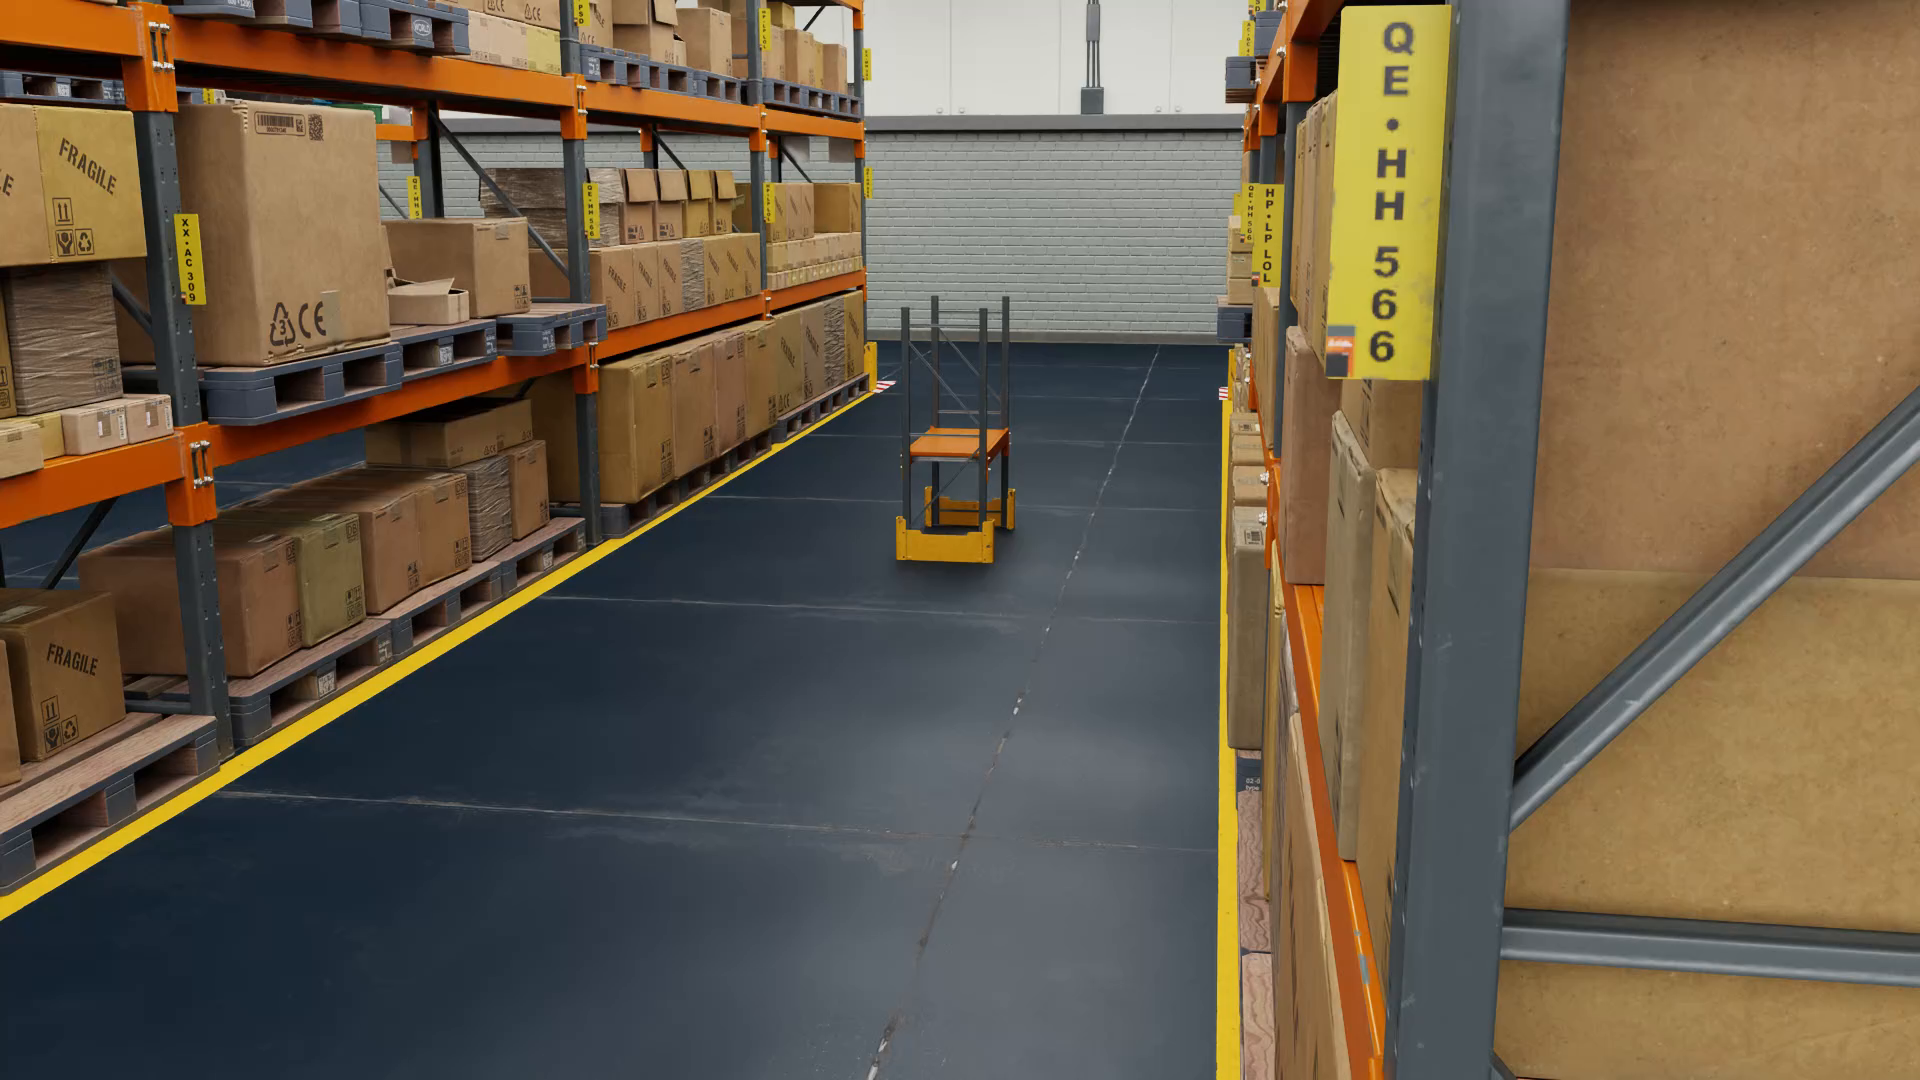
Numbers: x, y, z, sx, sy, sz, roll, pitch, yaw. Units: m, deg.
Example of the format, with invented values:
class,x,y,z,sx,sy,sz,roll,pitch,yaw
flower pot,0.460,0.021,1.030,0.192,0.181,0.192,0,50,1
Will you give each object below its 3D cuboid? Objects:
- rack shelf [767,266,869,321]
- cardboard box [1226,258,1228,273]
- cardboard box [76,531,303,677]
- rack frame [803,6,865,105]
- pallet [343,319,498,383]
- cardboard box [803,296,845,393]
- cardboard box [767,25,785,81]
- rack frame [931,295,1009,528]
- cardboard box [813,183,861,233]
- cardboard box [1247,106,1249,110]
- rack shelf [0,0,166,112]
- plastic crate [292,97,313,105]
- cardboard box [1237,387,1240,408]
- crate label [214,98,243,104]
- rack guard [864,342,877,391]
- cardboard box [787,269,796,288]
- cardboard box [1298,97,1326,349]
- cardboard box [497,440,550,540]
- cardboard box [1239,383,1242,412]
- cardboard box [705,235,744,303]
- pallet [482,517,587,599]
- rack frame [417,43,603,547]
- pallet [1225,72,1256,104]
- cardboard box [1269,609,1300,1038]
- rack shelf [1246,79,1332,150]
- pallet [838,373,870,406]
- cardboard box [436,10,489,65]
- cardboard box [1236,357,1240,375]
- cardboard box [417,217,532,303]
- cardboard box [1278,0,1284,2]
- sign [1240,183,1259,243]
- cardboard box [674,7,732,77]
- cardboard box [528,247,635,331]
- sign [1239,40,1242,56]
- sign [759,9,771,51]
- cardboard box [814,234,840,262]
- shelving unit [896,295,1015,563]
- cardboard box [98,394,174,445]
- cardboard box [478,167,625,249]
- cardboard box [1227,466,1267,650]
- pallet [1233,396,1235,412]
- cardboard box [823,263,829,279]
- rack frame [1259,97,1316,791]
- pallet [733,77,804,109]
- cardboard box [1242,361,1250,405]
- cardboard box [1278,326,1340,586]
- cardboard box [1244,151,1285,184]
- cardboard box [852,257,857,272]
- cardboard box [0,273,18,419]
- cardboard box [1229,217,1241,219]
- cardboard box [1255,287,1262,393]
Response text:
class,x,y,z,sx,sy,sz,roll,pitch,yaw
rack shelf,-1.815,-2.348,15.974,1.077,0.370,4.000,2,12,9
cardboard box,2.248,-2.117,12.794,0.380,0.149,0.250,1,12,6
cardboard box,-3.237,0.262,7.046,0.700,0.500,0.500,1,12,4
rack frame,-1.508,-6.048,17.198,1.000,3.000,0.127,2,12,9
pallet,-3.002,-0.943,8.205,1.003,0.211,1.213,2,12,9
cardboard box,-1.667,-1.957,16.501,0.875,0.875,0.875,2,12,9
cardboard box,-1.975,-4.329,14.869,0.700,0.500,0.500,3,12,12
rack frame,0.065,-0.821,10.744,0.500,1.500,0.032,2,12,9
cardboard box,-1.323,-3.444,17.225,0.500,0.500,0.500,2,12,9
cardboard box,2.737,-3.814,14.309,0.500,0.250,0.500,2,12,8
rack shelf,-3.661,-1.316,4.067,1.077,0.370,4.000,2,12,9
plastic crate,-6.908,-4.403,16.831,0.504,0.338,0.767,2,12,9
cardboard box,2.526,-1.191,13.963,0.380,0.149,0.250,1,12,6
crate label,-6.656,-3.873,14.852,0.293,0.136,0.466,2,12,9
rack guard,-1.504,-1.899,18.117,1.175,0.500,0.348,2,12,9
cardboard box,-1.668,-2.320,14.737,0.380,0.149,0.250,2,12,11
cardboard box,1.253,-0.735,3.865,0.875,0.550,0.550,2,12,9
cardboard box,-2.821,-0.303,9.670,0.700,0.500,0.500,1,12,6
cardboard box,2.387,-0.939,12.668,0.500,0.500,0.500,2,12,11
cardboard box,-2.008,-2.123,12.986,0.500,0.500,0.500,2,12,10
pallet,-2.860,0.076,9.642,1.003,0.211,1.213,2,12,9
rack frame,-2.738,-1.450,10.103,1.000,3.000,0.127,2,12,9
pallet,2.562,-3.351,12.247,1.213,0.211,1.003,2,12,9
cardboard box,1.231,0.714,4.107,0.875,0.875,0.875,2,12,9
rack shelf,2.455,-2.799,10.951,1.077,0.370,4.000,2,12,9
pallet,-1.553,-1.583,17.340,1.003,0.211,1.213,2,12,9
cardboard box,-2.712,-2.528,8.341,0.500,0.250,0.500,2,12,10
cardboard box,2.688,-1.560,14.970,0.380,0.149,0.250,1,12,7
cardboard box,-2.782,-1.591,9.520,0.500,0.500,0.500,0,12,2
cardboard box,1.742,-2.668,7.754,0.500,0.250,0.500,2,12,10
sign,1.610,-1.811,9.218,0.100,0.325,0.005,2,12,9
cardboard box,-2.202,-3.882,13.034,0.700,0.500,0.500,2,12,10
cardboard box,-2.394,-1.591,10.521,0.500,0.500,0.500,2,12,10
sign,2.842,-4.845,16.660,0.100,0.325,0.005,2,12,9
sign,-1.585,-4.140,13.491,0.100,0.325,0.005,2,12,9
cardboard box,-1.477,-2.867,16.325,0.500,0.250,0.500,1,12,7
shelving unit,-0.012,-0.717,10.262,0.587,1.500,1.083,2,12,9
cardboard box,-3.096,-0.440,6.014,0.380,0.149,0.250,2,12,9
cardboard box,-2.610,-2.141,10.690,0.797,0.503,0.637,2,12,11
cardboard box,1.691,0.126,7.133,1.050,0.750,0.750,2,12,9
pallet,3.016,-1.134,15.253,1.003,0.211,1.213,2,12,9
cardboard box,-1.472,-2.590,15.987,0.380,0.149,0.250,2,12,10
rack frame,1.532,-0.436,5.396,1.000,3.000,0.127,2,12,9
pallet,-1.987,-3.876,14.448,1.003,0.211,1.213,2,12,9
cardboard box,2.226,-1.089,11.582,0.500,0.250,0.500,2,12,11
cardboard box,1.226,-0.208,3.983,0.875,0.550,0.550,2,12,9
cardboard box,2.568,-2.891,13.471,0.500,0.500,0.500,1,12,7
cardboard box,-1.275,-2.854,17.212,0.380,0.149,0.250,2,12,9
cardboard box,-3.595,-0.617,5.294,0.875,0.500,0.500,2,12,9
cardboard box,2.128,-2.244,11.973,0.380,0.149,0.250,2,12,8
cardboard box,1.579,-0.918,7.396,0.500,0.500,0.500,2,12,8
